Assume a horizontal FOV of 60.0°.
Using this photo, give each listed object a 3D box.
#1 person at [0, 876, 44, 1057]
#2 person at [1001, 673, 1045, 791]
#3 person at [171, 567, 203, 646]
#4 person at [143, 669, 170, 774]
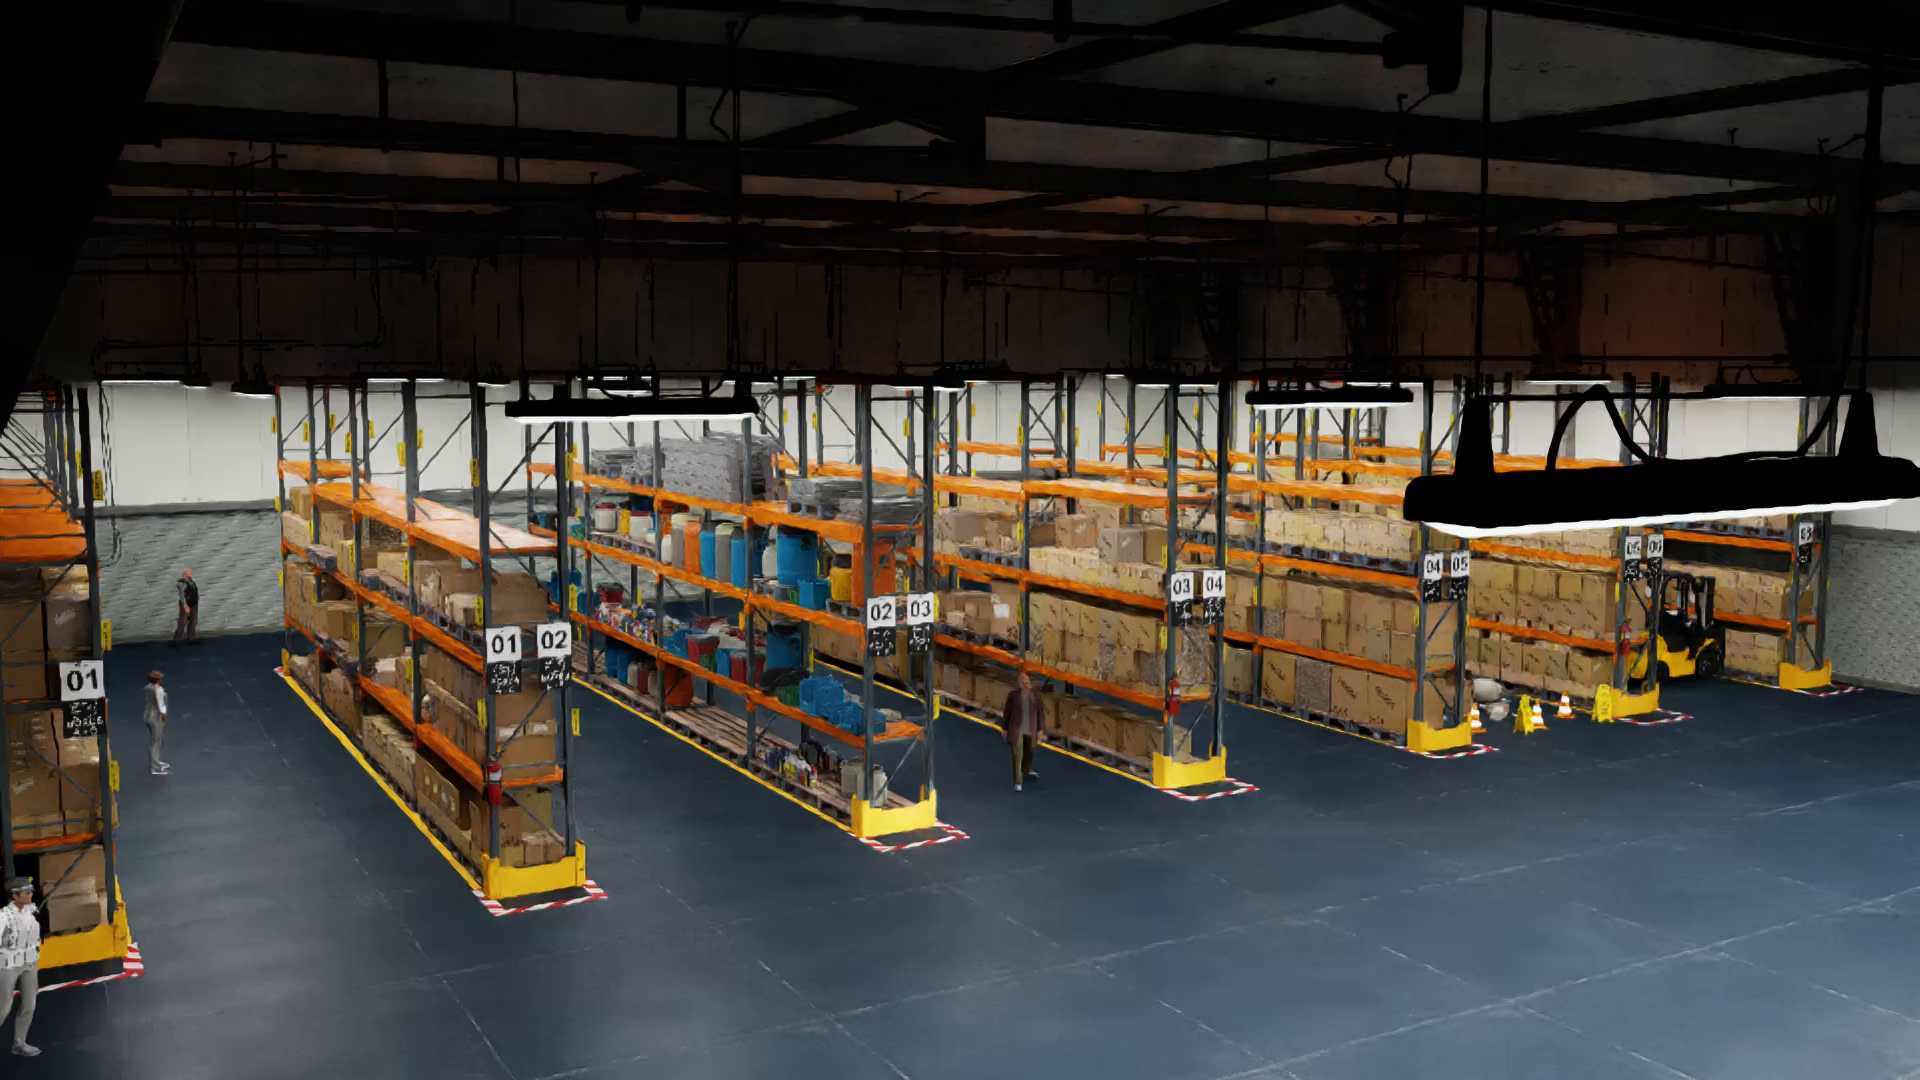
[{"bbox_3d":[-8.635,3.860,15.111,0.532,1.664,0.531,3,7,24],"label":"person"},{"bbox_3d":[0.939,2.793,24.575,0.634,1.722,1.045,-1,6,-10],"label":"person"},{"bbox_3d":[-17.116,1.468,36.694,0.459,1.721,0.690,1,6,8],"label":"person"},{"bbox_3d":[-12.223,2.750,25.352,0.498,1.599,0.423,5,8,37],"label":"person"}]
